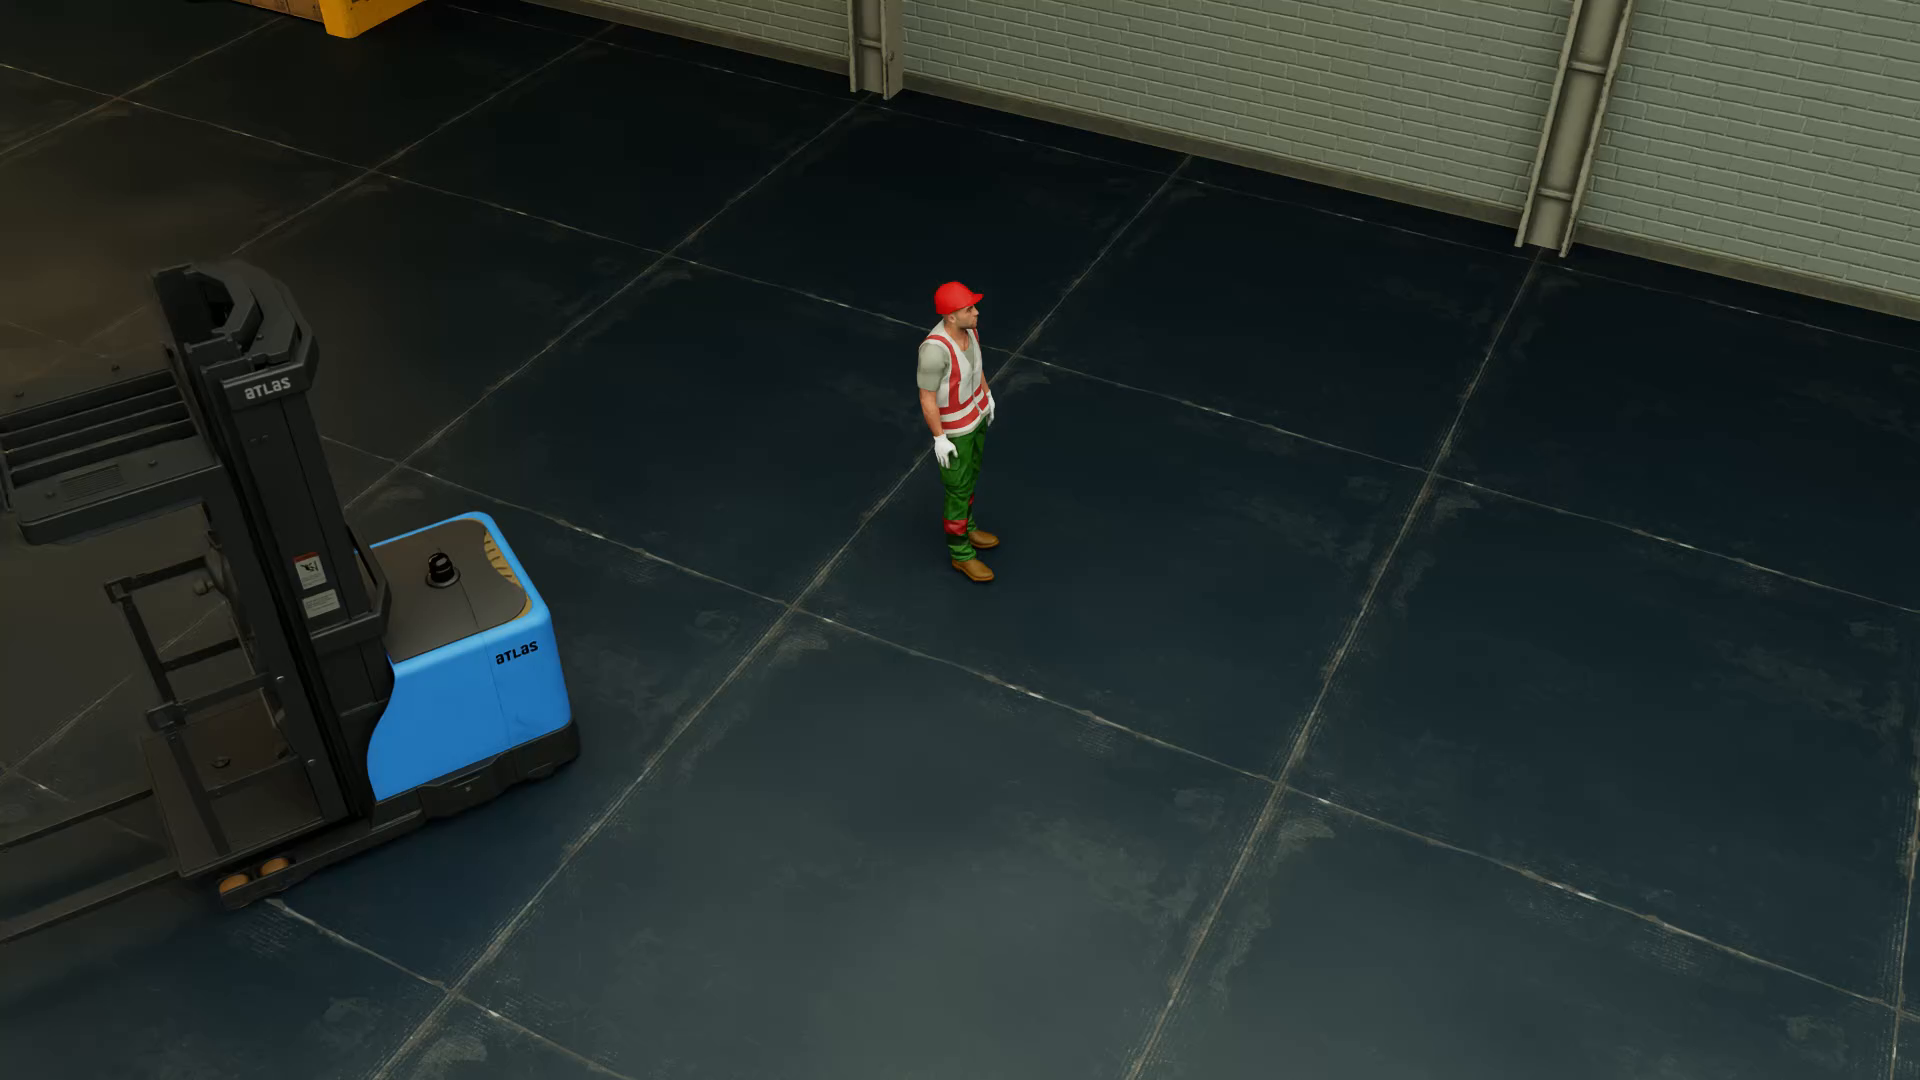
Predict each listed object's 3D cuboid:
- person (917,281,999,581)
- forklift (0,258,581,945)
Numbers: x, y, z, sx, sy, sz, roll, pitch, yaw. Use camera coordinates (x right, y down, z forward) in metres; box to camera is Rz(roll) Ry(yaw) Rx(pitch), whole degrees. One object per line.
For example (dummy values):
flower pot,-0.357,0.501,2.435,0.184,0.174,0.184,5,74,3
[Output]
person,0.066,-0.659,9.644,0.562,1.790,0.637,18,43,21
forklift,-3.541,0.285,7.648,3.031,2.935,1.130,-21,45,-23
